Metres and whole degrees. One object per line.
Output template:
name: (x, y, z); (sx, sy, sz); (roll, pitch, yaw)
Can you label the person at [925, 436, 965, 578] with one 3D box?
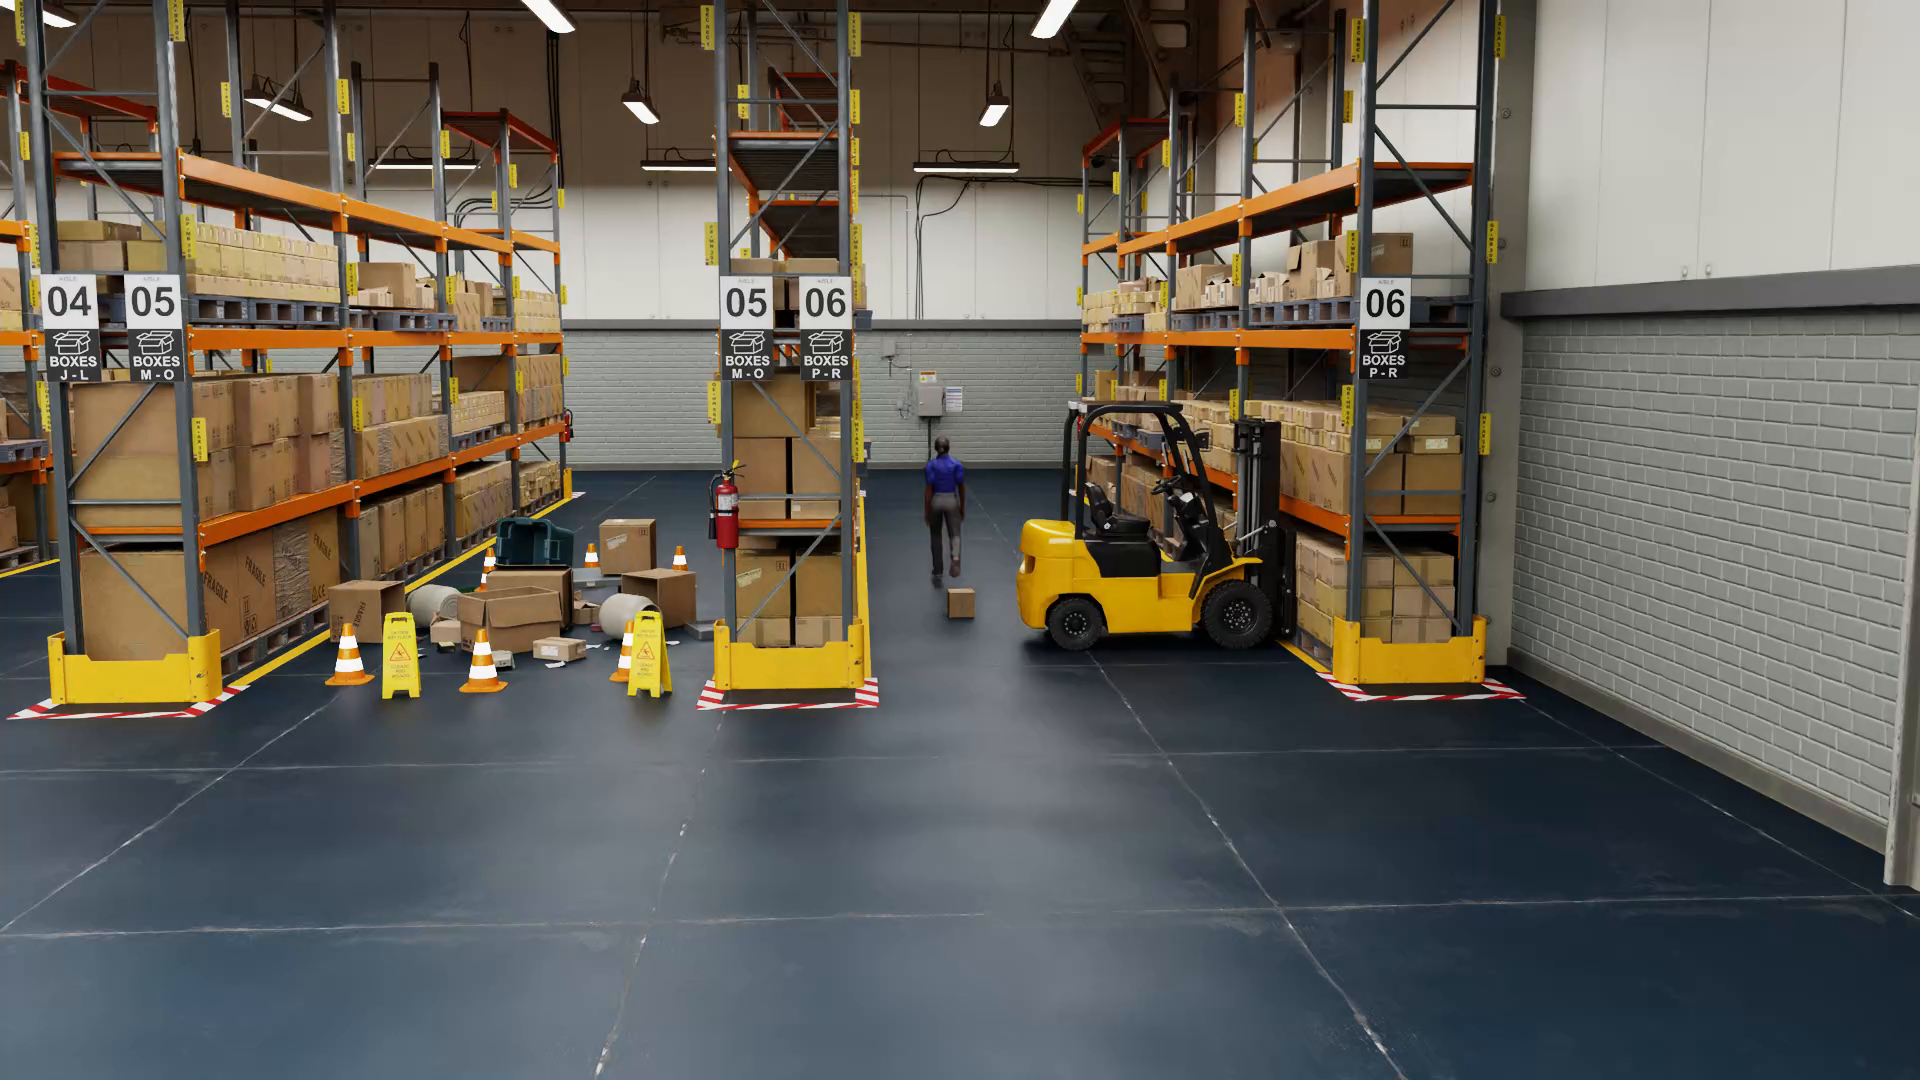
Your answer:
person: (-0.169, -0.366, 18.691); (0.462, 1.612, 0.813); (0, 7, -3)
